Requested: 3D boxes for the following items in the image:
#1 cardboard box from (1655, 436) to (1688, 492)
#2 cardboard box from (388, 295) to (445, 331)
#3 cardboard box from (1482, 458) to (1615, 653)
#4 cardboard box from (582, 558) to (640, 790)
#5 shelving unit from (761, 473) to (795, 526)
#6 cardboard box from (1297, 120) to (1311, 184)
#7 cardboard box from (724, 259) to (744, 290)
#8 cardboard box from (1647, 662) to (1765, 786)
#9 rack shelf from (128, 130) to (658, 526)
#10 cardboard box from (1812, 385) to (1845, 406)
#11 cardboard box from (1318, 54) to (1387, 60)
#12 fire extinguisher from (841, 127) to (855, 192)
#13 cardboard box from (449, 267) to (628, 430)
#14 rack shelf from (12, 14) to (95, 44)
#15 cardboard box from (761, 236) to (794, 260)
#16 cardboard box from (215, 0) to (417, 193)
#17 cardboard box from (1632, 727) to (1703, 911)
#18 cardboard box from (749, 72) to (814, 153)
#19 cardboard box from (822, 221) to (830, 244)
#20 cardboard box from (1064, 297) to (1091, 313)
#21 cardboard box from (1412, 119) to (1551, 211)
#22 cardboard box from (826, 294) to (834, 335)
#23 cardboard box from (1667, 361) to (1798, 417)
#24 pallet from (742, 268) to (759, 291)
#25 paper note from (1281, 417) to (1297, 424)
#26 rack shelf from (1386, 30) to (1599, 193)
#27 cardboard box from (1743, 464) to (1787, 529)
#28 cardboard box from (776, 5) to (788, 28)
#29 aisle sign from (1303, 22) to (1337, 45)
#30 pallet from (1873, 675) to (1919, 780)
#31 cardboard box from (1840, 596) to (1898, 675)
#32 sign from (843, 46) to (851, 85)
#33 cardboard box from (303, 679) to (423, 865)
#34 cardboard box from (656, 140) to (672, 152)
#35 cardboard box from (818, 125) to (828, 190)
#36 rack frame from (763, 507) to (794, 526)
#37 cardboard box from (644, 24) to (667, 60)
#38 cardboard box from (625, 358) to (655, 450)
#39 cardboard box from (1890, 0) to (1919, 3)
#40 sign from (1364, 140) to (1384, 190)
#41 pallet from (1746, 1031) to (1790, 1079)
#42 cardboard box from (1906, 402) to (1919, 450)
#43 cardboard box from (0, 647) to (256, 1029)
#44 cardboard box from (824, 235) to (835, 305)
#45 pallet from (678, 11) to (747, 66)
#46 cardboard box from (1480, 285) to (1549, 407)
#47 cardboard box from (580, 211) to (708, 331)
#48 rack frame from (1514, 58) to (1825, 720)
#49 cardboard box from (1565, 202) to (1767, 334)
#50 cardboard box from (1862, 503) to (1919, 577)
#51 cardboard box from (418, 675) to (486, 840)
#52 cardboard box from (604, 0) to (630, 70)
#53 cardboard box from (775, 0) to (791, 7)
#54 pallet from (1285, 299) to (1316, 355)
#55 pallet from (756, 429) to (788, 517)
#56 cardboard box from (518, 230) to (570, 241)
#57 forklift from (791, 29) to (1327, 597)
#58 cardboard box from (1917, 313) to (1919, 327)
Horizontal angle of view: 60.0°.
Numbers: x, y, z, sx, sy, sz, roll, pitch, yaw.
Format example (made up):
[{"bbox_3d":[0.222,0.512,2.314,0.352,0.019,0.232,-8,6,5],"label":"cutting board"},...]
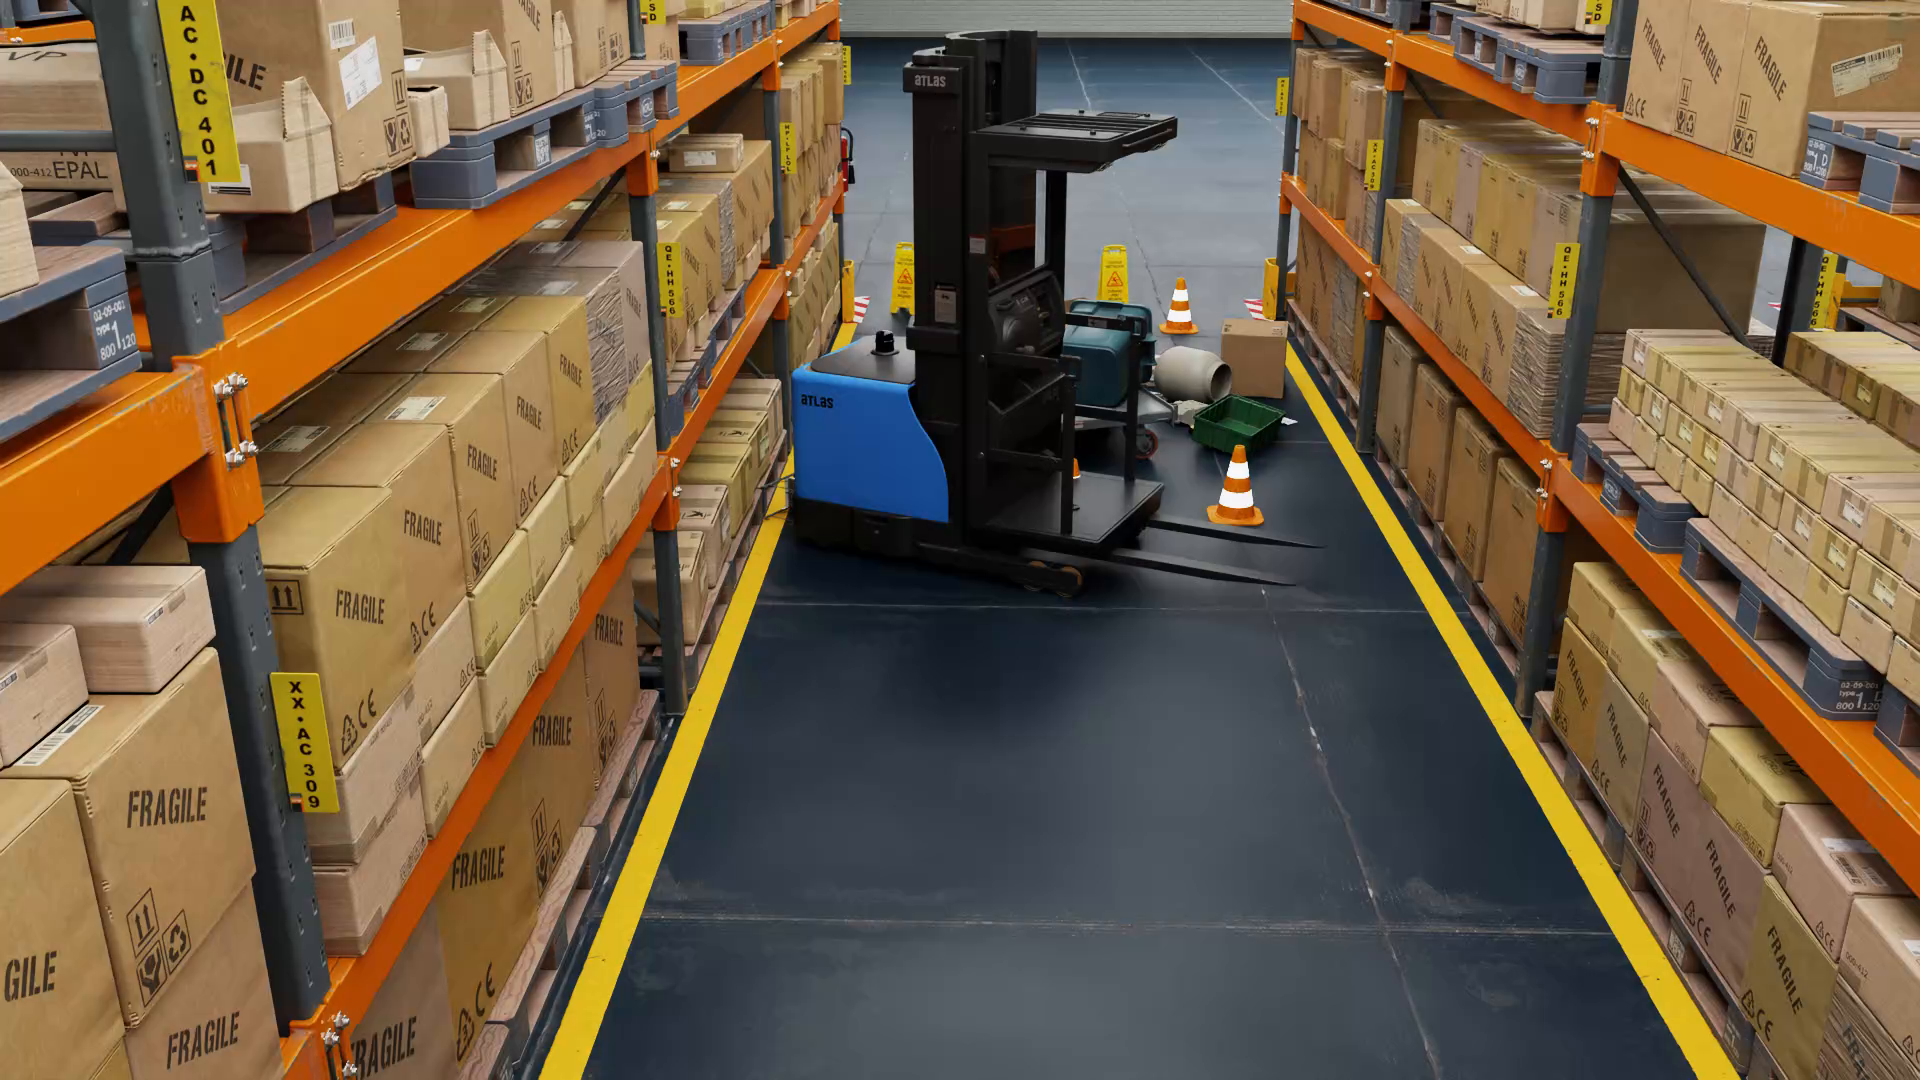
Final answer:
[{"bbox_3d":[2.917,-0.292,6.401,0.380,0.149,0.250,2,21,4],"label":"cardboard box"},{"bbox_3d":[-2.098,-0.556,5.794,0.500,0.500,0.500,1,21,3],"label":"cardboard box"},{"bbox_3d":[3.257,0.067,8.240,1.050,0.750,0.750,0,21,1],"label":"cardboard box"},{"bbox_3d":[-1.906,0.459,7.057,0.875,0.875,0.875,0,21,1],"label":"cardboard box"},{"bbox_3d":[-0.889,-0.339,10.591,0.258,0.210,0.900,13,24,29],"label":"shelving unit"},{"bbox_3d":[3.426,-3.395,14.424,0.875,0.550,0.550,1,21,2],"label":"cardboard box"},{"bbox_3d":[-1.466,-1.552,9.649,0.380,0.149,0.250,1,21,2],"label":"cardboard box"},{"bbox_3d":[2.842,0.662,6.015,0.500,0.250,0.500,1,21,2],"label":"cardboard box"},{"bbox_3d":[-1.863,-0.925,5.114,1.077,0.370,4.000,1,21,2],"label":"rack shelf"},{"bbox_3d":[3.582,-0.504,6.537,0.380,0.149,0.250,1,21,4],"label":"cardboard box"},{"bbox_3d":[3.417,-3.699,13.716,0.875,0.550,0.550,1,21,2],"label":"cardboard box"},{"bbox_3d":[-1.095,-3.478,14.952,0.296,0.674,0.183,1,21,2],"label":"fire extinguisher"},{"bbox_3d":[-1.564,-0.722,6.224,0.500,0.500,0.500,1,21,3],"label":"cardboard box"},{"bbox_3d":[-6.581,-3.871,12.706,1.077,0.370,4.000,1,21,2],"label":"rack shelf"},{"bbox_3d":[-1.350,-2.025,11.447,0.380,0.149,0.250,1,21,1],"label":"cardboard box"},{"bbox_3d":[-1.607,-1.095,3.839,0.500,0.500,0.500,0,21,1],"label":"cardboard box"},{"bbox_3d":[2.849,1.023,6.121,0.500,0.500,0.500,0,21,0],"label":"cardboard box"},{"bbox_3d":[-1.413,-3.024,11.744,0.700,0.500,0.500,1,21,2],"label":"cardboard box"},{"bbox_3d":[-1.278,-2.527,13.681,0.380,0.149,0.250,1,21,3],"label":"cardboard box"},{"bbox_3d":[0.918,-1.651,13.588,0.797,0.503,0.637,-16,26,-35],"label":"cardboard box"},{"bbox_3d":[3.261,-2.347,10.409,0.700,0.500,0.500,0,21,1],"label":"cardboard box"},{"bbox_3d":[-1.338,-1.909,14.023,0.500,0.250,0.500,1,21,2],"label":"cardboard box"},{"bbox_3d":[2.923,-0.572,6.302,0.380,0.149,0.250,1,21,1],"label":"cardboard box"},{"bbox_3d":[-1.849,-1.667,10.444,1.003,0.211,1.213,1,21,2],"label":"pallet"},{"bbox_3d":[2.385,-0.883,12.260,0.147,0.020,0.142,-16,26,-35],"label":"paper note"},{"bbox_3d":[3.209,-2.353,8.795,1.077,0.370,4.000,1,21,2],"label":"rack shelf"},{"bbox_3d":[2.895,-0.146,5.615,0.380,0.149,0.250,0,21,1],"label":"cardboard box"},{"bbox_3d":[-1.360,-3.517,11.146,0.380,0.149,0.250,1,21,2],"label":"cardboard box"},{"bbox_3d":[3.094,-4.701,14.403,0.394,0.787,0.004,1,21,2],"label":"aisle sign"},{"bbox_3d":[3.195,0.694,4.359,1.003,0.211,1.213,1,21,2],"label":"pallet"},{"bbox_3d":[2.869,0.279,4.929,0.380,0.149,0.250,0,21,-1],"label":"cardboard box"},{"bbox_3d":[-1.005,-4.151,14.544,0.100,0.325,0.005,1,21,2],"label":"sign"},{"bbox_3d":[-1.629,0.542,4.001,0.500,0.250,0.500,0,21,0],"label":"cardboard box"},{"bbox_3d":[-1.982,-2.246,10.541,0.500,0.500,0.500,1,21,3],"label":"cardboard box"},{"bbox_3d":[-1.339,-3.102,13.327,0.500,0.500,0.500,1,21,1],"label":"cardboard box"},{"bbox_3d":[-0.889,-0.244,10.627,0.240,0.006,0.900,13,24,29],"label":"rack frame"},{"bbox_3d":[-1.763,-2.373,7.712,0.700,0.500,0.500,1,21,2],"label":"cardboard box"},{"bbox_3d":[-1.563,-0.570,6.868,0.500,0.250,0.500,1,21,1],"label":"cardboard box"},{"bbox_3d":[3.383,-1.622,5.778,0.500,0.500,0.500,1,21,2],"label":"cardboard box"},{"bbox_3d":[2.715,-2.459,10.915,0.100,0.325,0.005,1,21,2],"label":"sign"},{"bbox_3d":[3.049,1.898,4.846,1.003,0.211,1.213,1,21,2],"label":"pallet"},{"bbox_3d":[3.556,-0.372,5.785,0.380,0.149,0.250,1,21,2],"label":"cardboard box"},{"bbox_3d":[-1.662,0.522,3.016,0.500,0.500,0.500,0,21,1],"label":"cardboard box"},{"bbox_3d":[-1.335,-2.260,13.890,0.500,0.500,0.500,1,21,4],"label":"cardboard box"},{"bbox_3d":[-1.834,-2.745,9.070,1.213,0.211,1.003,1,21,2],"label":"pallet"},{"bbox_3d":[2.910,-0.960,8.218,0.500,0.500,0.500,1,21,2],"label":"cardboard box"},{"bbox_3d":[-1.549,-1.315,8.141,0.500,0.500,0.500,2,21,4],"label":"cardboard box"},{"bbox_3d":[3.148,-0.567,7.344,1.000,3.000,0.127,1,21,2],"label":"rack frame"},{"bbox_3d":[3.172,-1.242,7.563,0.700,0.500,0.500,1,21,1],"label":"cardboard box"},{"bbox_3d":[2.880,0.002,4.823,0.380,0.149,0.250,0,21,0],"label":"cardboard box"},{"bbox_3d":[-1.632,0.588,4.575,0.500,0.250,0.500,0,21,0],"label":"cardboard box"},{"bbox_3d":[-1.663,-2.089,6.397,0.797,0.503,0.637,-1,21,-2],"label":"cardboard box"},{"bbox_3d":[-1.394,-3.655,10.950,0.500,0.250,0.500,0,21,0],"label":"cardboard box"},{"bbox_3d":[3.446,-1.870,14.556,1.003,0.211,1.213,1,21,2],"label":"pallet"},{"bbox_3d":[-1.703,-0.450,10.896,1.003,0.211,1.213,1,21,2],"label":"pallet"},{"bbox_3d":[-2.066,-1.134,7.674,0.500,0.500,0.500,0,21,0],"label":"cardboard box"},{"bbox_3d":[0.560,-1.268,9.245,3.031,2.935,1.130,10,23,24],"label":"forklift"},{"bbox_3d":[8.327,-1.957,13.801,0.500,0.500,0.500,6,22,16],"label":"cardboard box"}]
